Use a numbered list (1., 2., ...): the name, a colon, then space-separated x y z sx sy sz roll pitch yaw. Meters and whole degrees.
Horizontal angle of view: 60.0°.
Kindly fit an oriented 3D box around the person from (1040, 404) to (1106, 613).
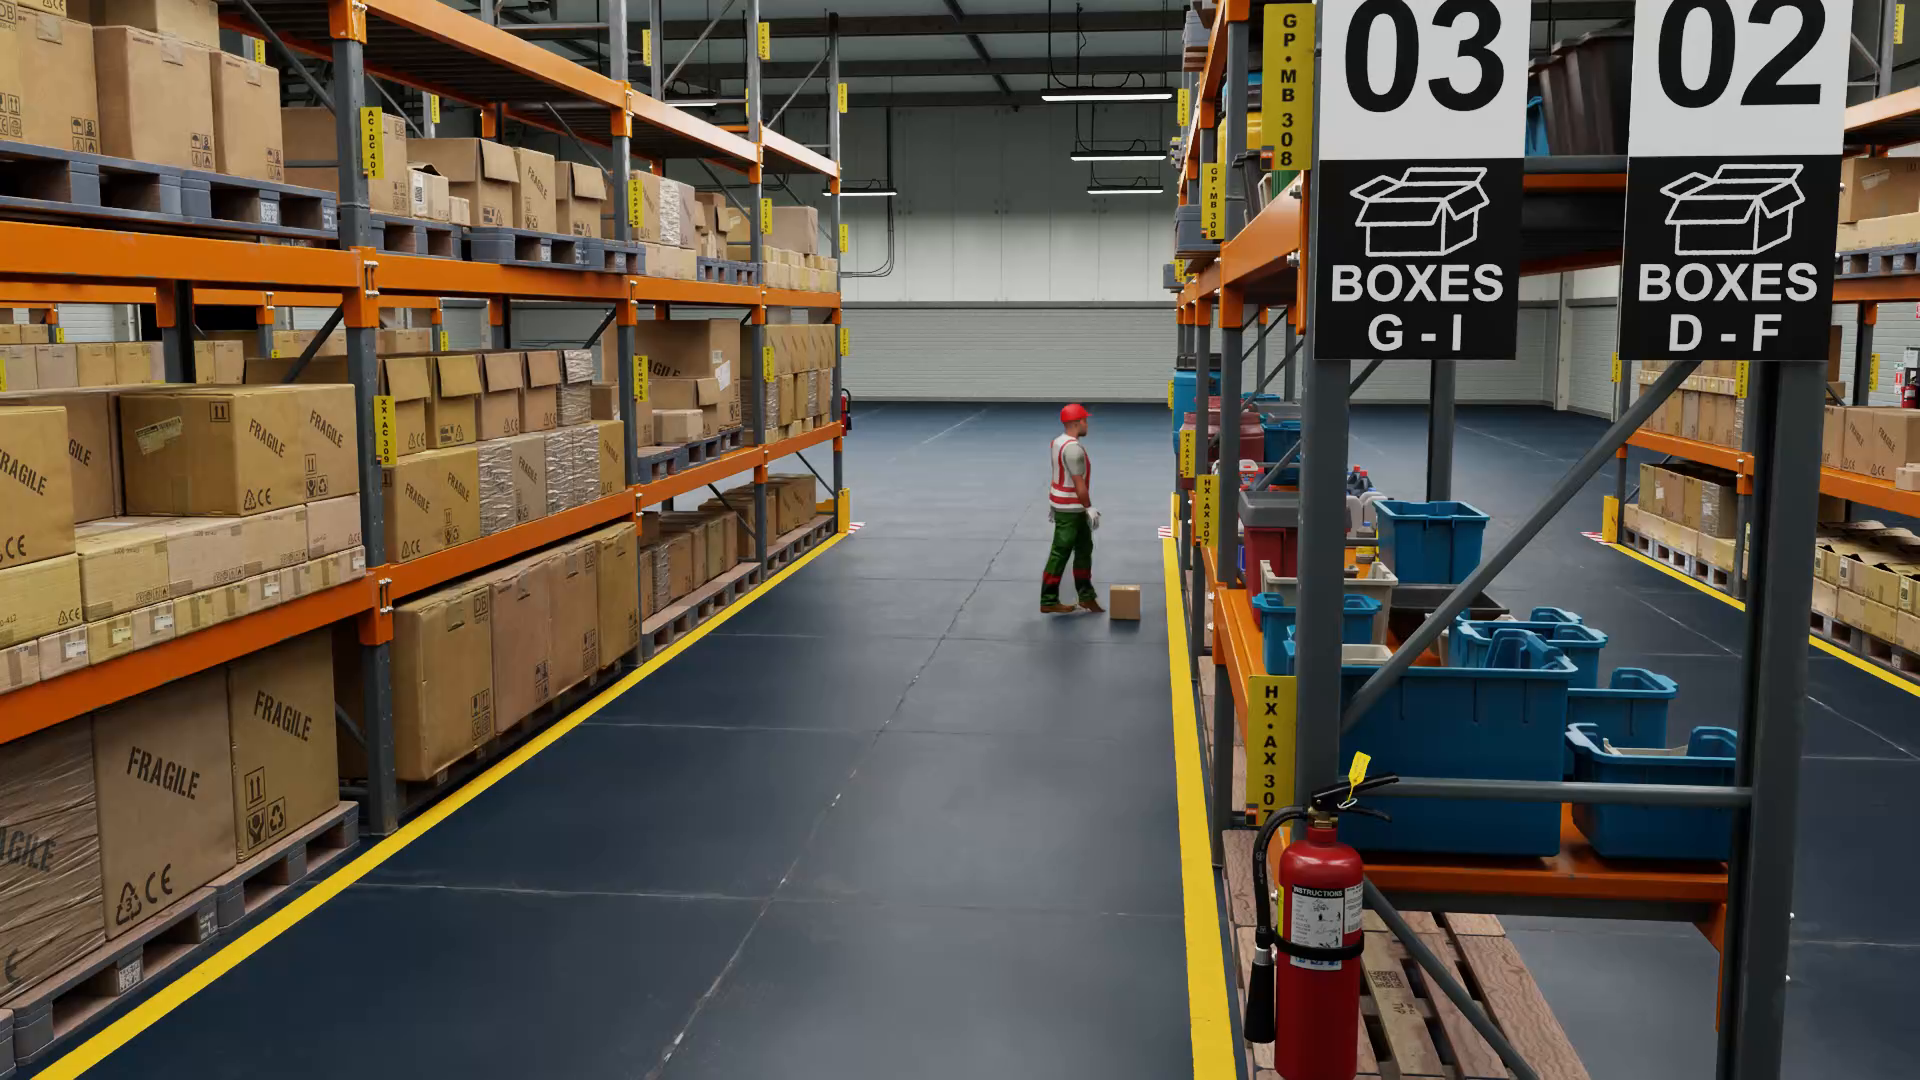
1. person: 0.985 -0.229 14.050 0.613 1.846 0.596 0 8 -4
